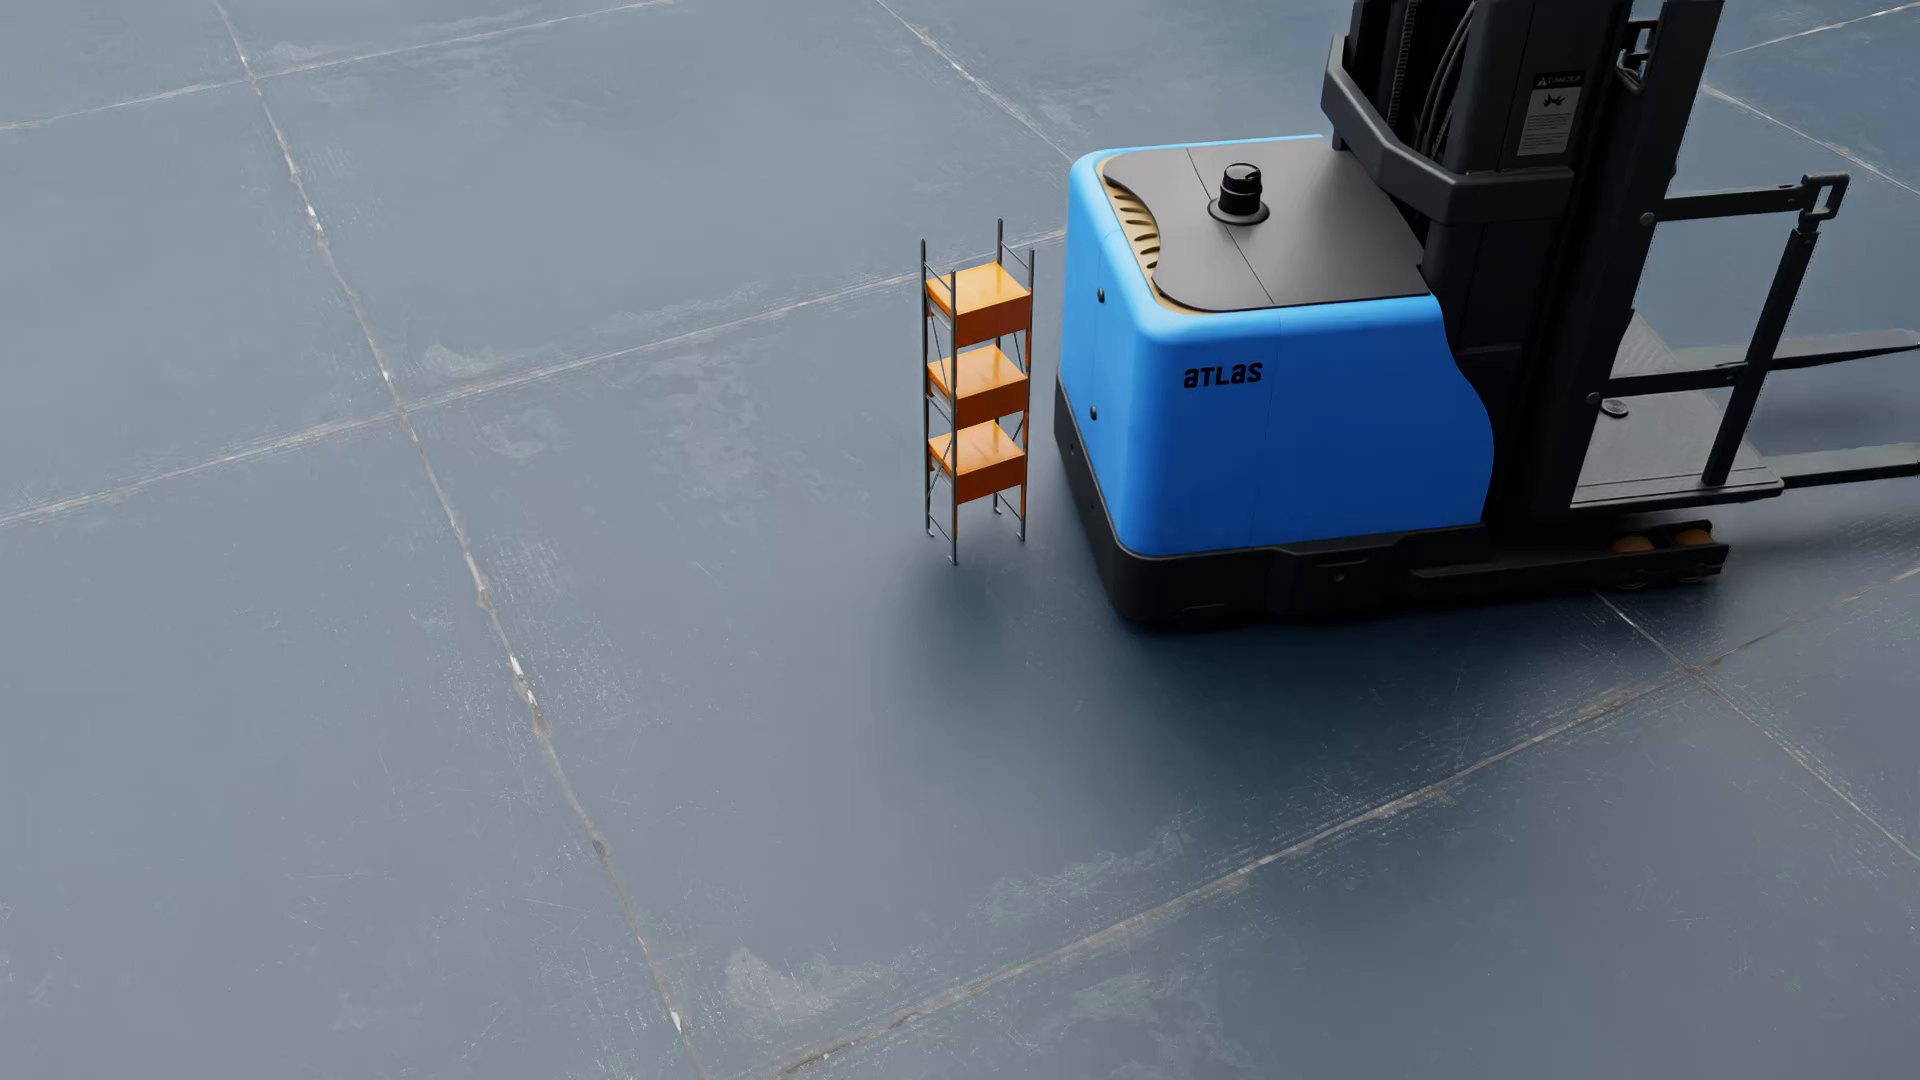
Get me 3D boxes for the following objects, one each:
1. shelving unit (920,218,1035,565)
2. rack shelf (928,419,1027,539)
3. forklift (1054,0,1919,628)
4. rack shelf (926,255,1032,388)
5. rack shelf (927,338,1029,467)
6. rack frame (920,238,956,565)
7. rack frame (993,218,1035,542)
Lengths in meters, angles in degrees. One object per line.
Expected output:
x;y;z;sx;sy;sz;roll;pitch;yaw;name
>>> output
0.047;-0.417;4.930;0.252;1.050;0.215;-19;44;-21;shelving unit
0.047;-0.196;5.116;0.240;0.259;0.215;-19;44;-21;rack shelf
1.876;-1.301;4.519;3.031;2.935;1.130;-6;41;-7;forklift
0.047;-0.625;4.753;0.240;0.259;0.215;-19;44;-21;rack shelf
0.047;-0.409;4.937;0.240;0.259;0.215;-19;44;-21;rack shelf
-0.061;-0.380;4.887;0.008;1.050;0.200;-19;44;-21;rack frame
0.156;-0.453;4.973;0.008;1.050;0.200;-19;44;-21;rack frame
